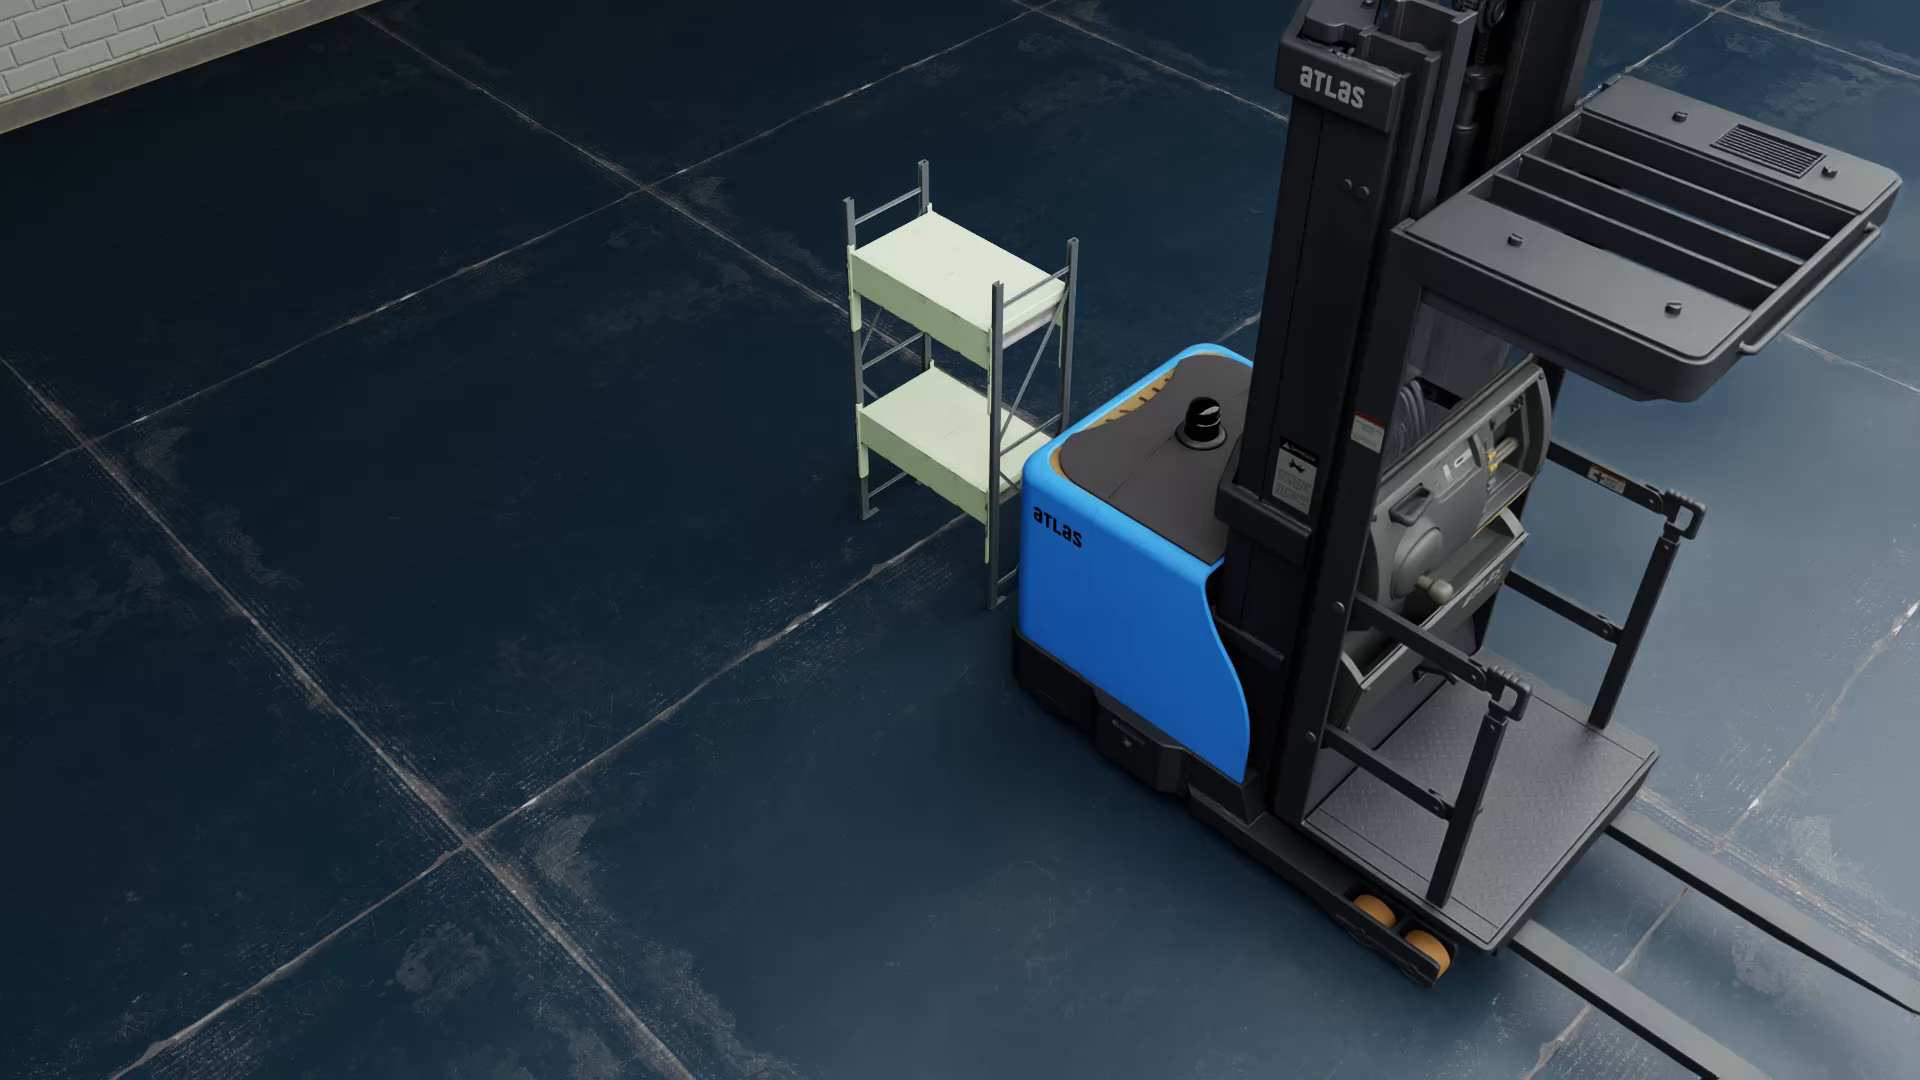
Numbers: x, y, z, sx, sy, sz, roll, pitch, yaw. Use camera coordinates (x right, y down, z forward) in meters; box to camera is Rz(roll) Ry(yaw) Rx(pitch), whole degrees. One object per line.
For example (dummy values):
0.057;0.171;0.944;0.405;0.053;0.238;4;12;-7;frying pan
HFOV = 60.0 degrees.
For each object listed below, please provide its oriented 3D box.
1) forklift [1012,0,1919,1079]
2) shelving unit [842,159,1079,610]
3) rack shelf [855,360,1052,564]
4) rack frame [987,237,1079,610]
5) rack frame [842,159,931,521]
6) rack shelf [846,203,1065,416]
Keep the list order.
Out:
1.597;-0.085;4.683;3.031;2.935;1.130;33;52;31;forklift
-0.005;-0.554;6.244;0.431;1.500;0.755;-34;53;-31;shelving unit
-0.005;-0.315;6.466;0.431;0.370;0.720;-34;53;-31;rack shelf
0.254;-0.378;6.054;0.400;1.500;0.023;-34;53;-31;rack frame
-0.263;-0.730;6.435;0.400;1.500;0.023;-34;53;-31;rack frame
-0.005;-0.841;5.980;0.431;0.370;0.720;-34;53;-31;rack shelf
